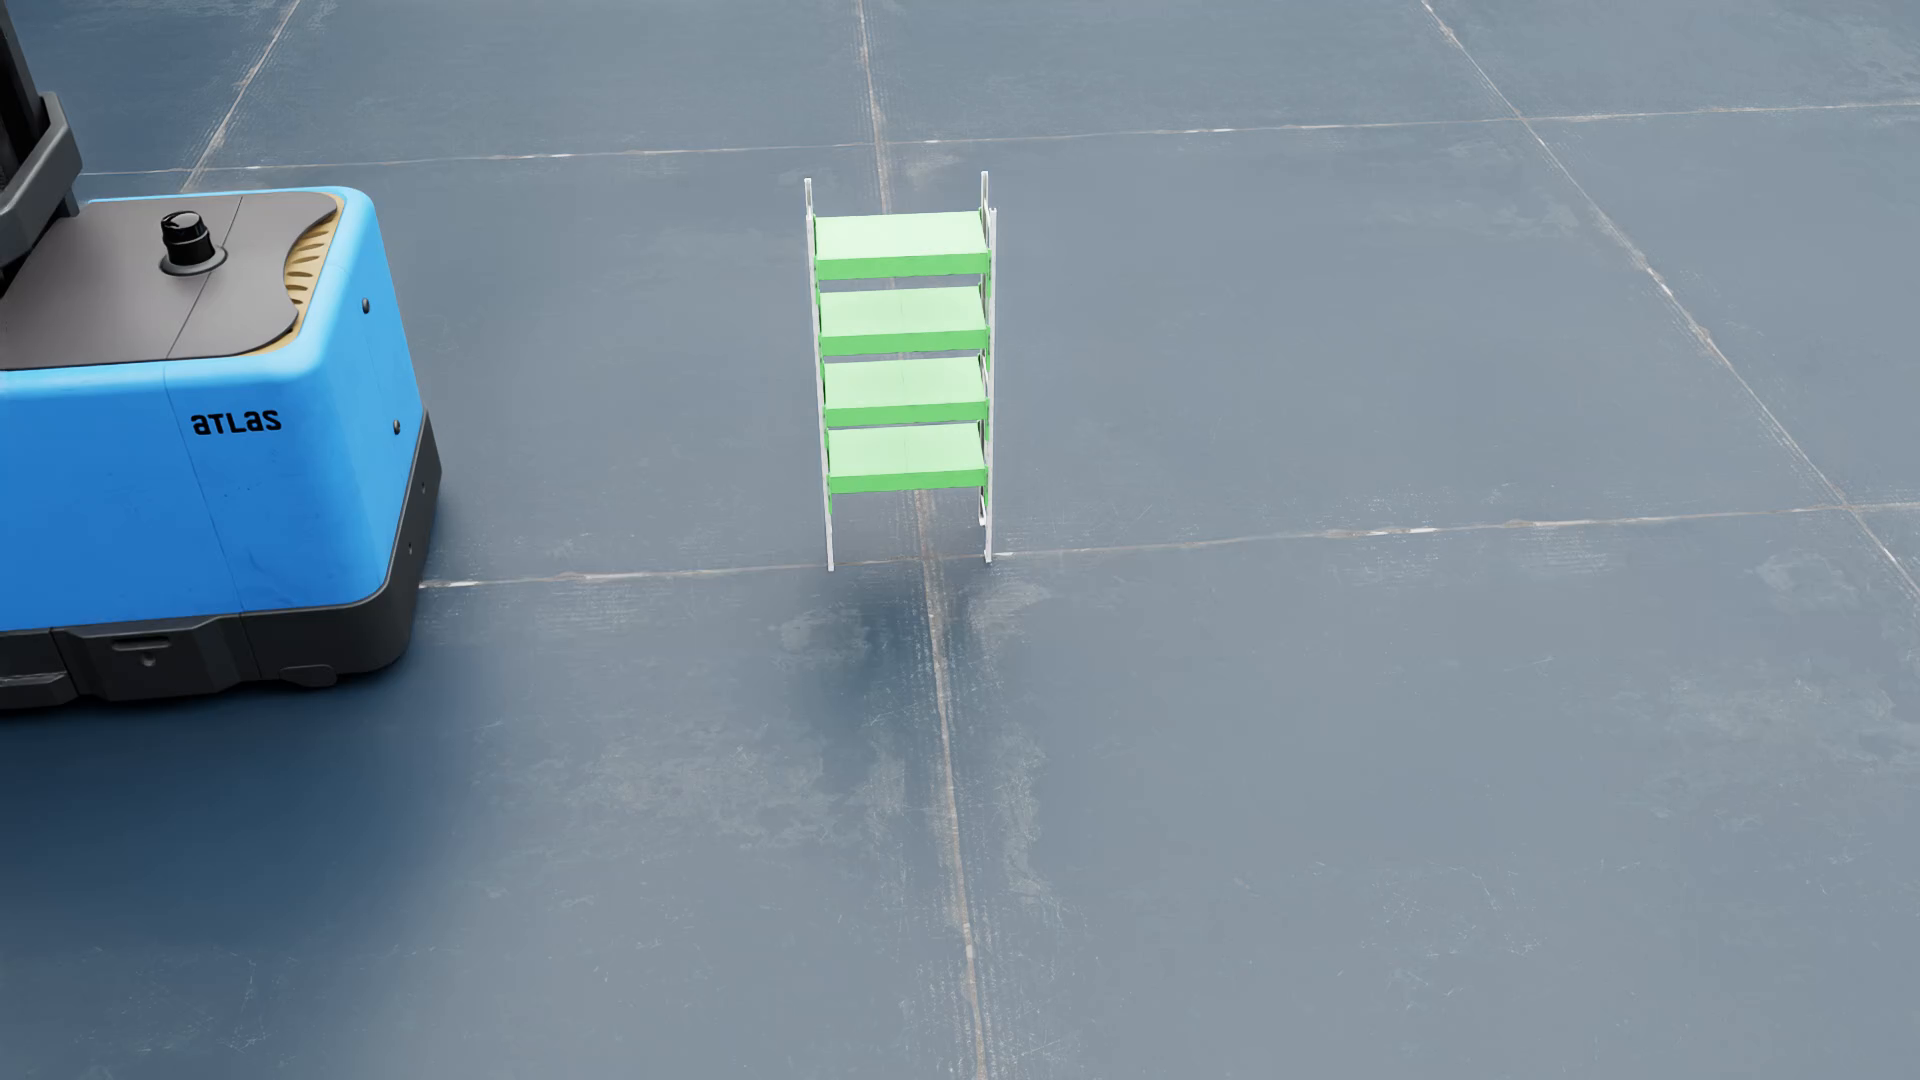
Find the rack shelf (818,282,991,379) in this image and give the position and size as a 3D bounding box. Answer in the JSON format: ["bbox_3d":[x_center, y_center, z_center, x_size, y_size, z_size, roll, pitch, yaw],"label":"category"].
[{"bbox_3d":[-0.165,-0.600,4.758,0.480,0.148,0.258,-3,38,-4],"label":"rack shelf"}]

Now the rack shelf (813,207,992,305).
[{"bbox_3d":[-0.165,-0.789,4.609,0.480,0.148,0.258,-3,38,-4],"label":"rack shelf"}]

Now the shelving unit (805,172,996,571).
[{"bbox_3d":[-0.165,-0.462,4.867,0.503,1.200,0.258,-3,38,-4],"label":"shelving unit"}]

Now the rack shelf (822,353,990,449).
[{"bbox_3d":[-0.165,-0.412,4.906,0.480,0.148,0.258,-3,38,-4],"label":"rack shelf"}]

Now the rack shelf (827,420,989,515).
[{"bbox_3d":[-0.165,-0.223,5.055,0.480,0.148,0.258,-3,38,-4],"label":"rack shelf"}]

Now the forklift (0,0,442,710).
[{"bbox_3d":[-3.137,-0.937,4.071,3.031,2.935,1.130,-4,38,-6],"label":"forklift"}]

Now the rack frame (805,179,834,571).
[{"bbox_3d":[-0.408,-0.449,4.850,0.015,1.200,0.240,-3,38,-4],"label":"rack frame"}]

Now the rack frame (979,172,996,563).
[{"bbox_3d":[0.078,-0.475,4.884,0.015,1.200,0.240,-3,38,-4],"label":"rack frame"}]
